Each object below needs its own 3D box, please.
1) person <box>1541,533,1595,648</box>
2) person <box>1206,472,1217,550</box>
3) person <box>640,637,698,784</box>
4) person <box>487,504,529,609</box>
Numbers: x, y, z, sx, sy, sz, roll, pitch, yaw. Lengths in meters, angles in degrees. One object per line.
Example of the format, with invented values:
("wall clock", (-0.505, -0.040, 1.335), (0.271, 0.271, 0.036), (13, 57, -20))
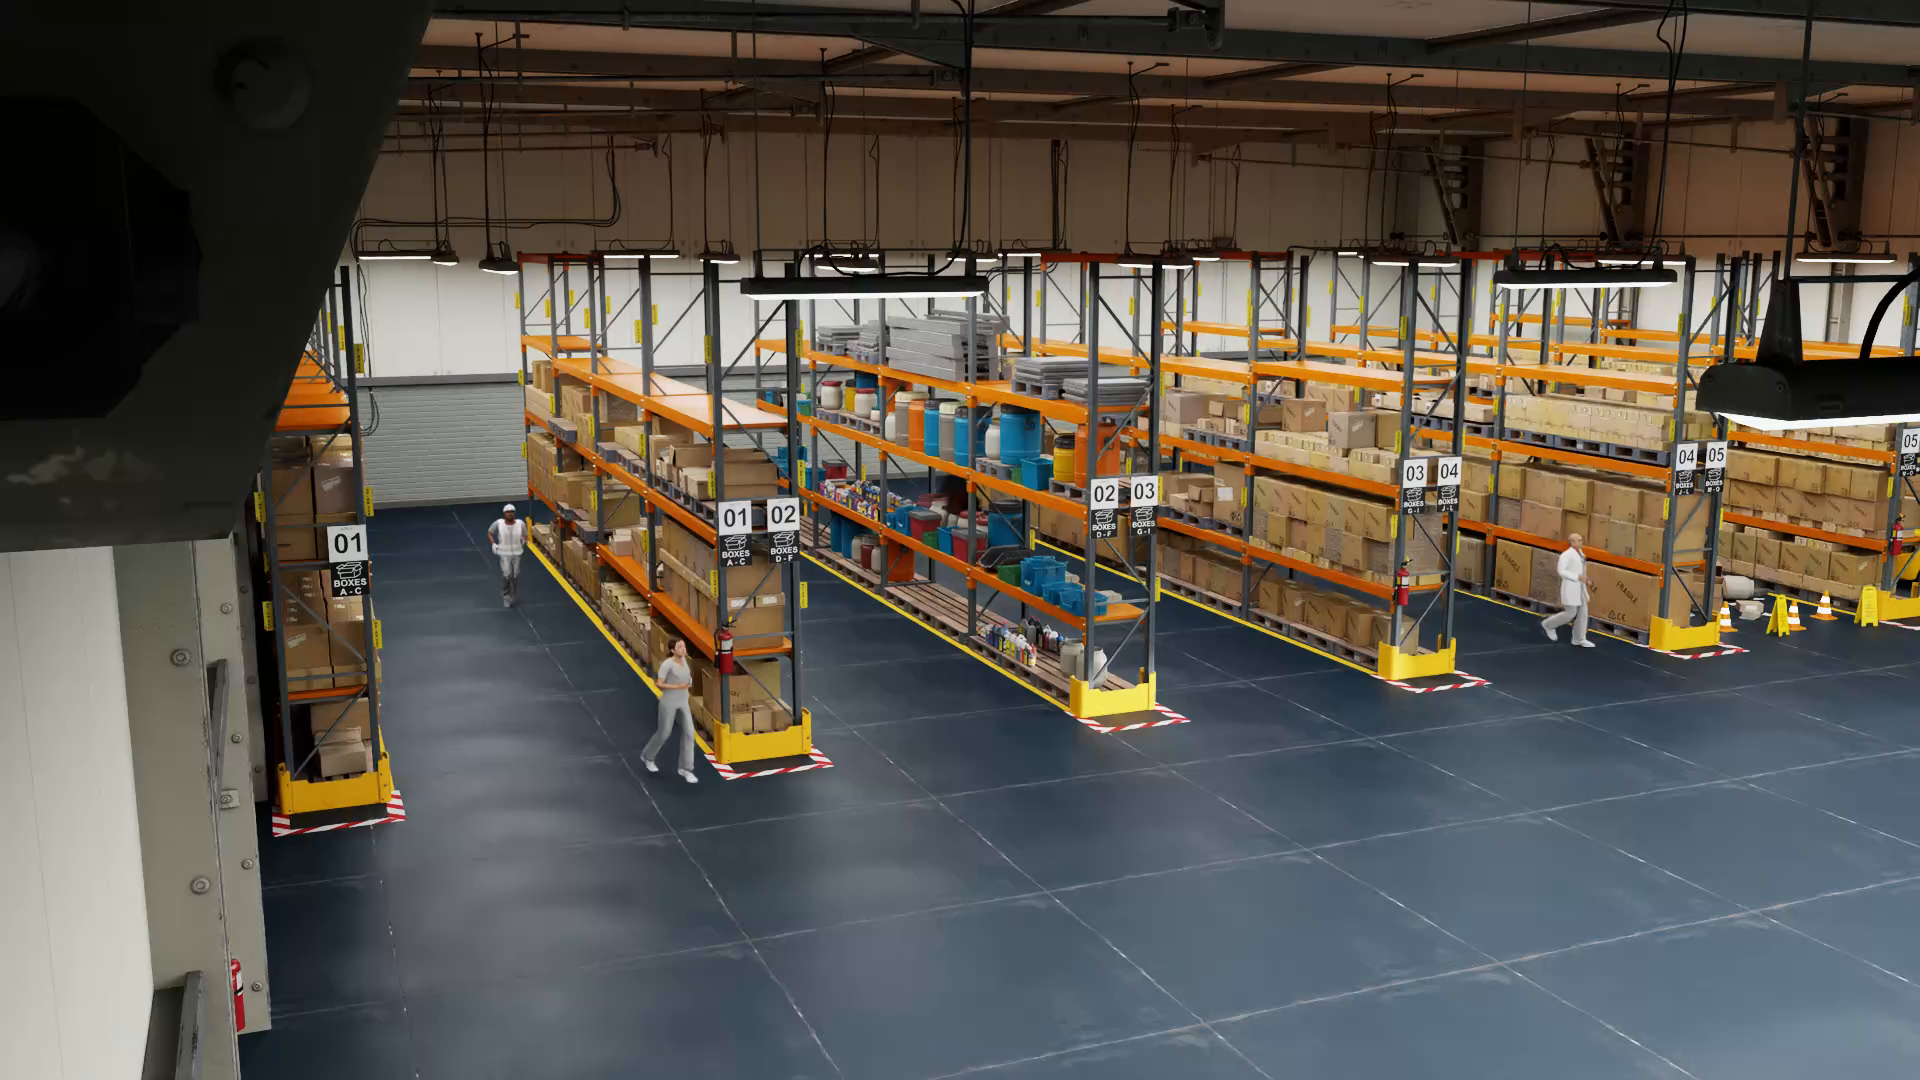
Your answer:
("person", (9.536, 0.765, 25.942), (0.735, 1.765, 0.855), (-10, 14, -42))
("person", (4.880, -0.506, 32.996), (0.629, 1.722, 0.866), (-6, 12, -30))
("person", (-3.380, 1.969, 19.633), (0.859, 1.701, 0.576), (8, 13, 36))
("person", (-7.733, 0.280, 28.621), (0.655, 1.806, 0.729), (-6, 12, -28))
